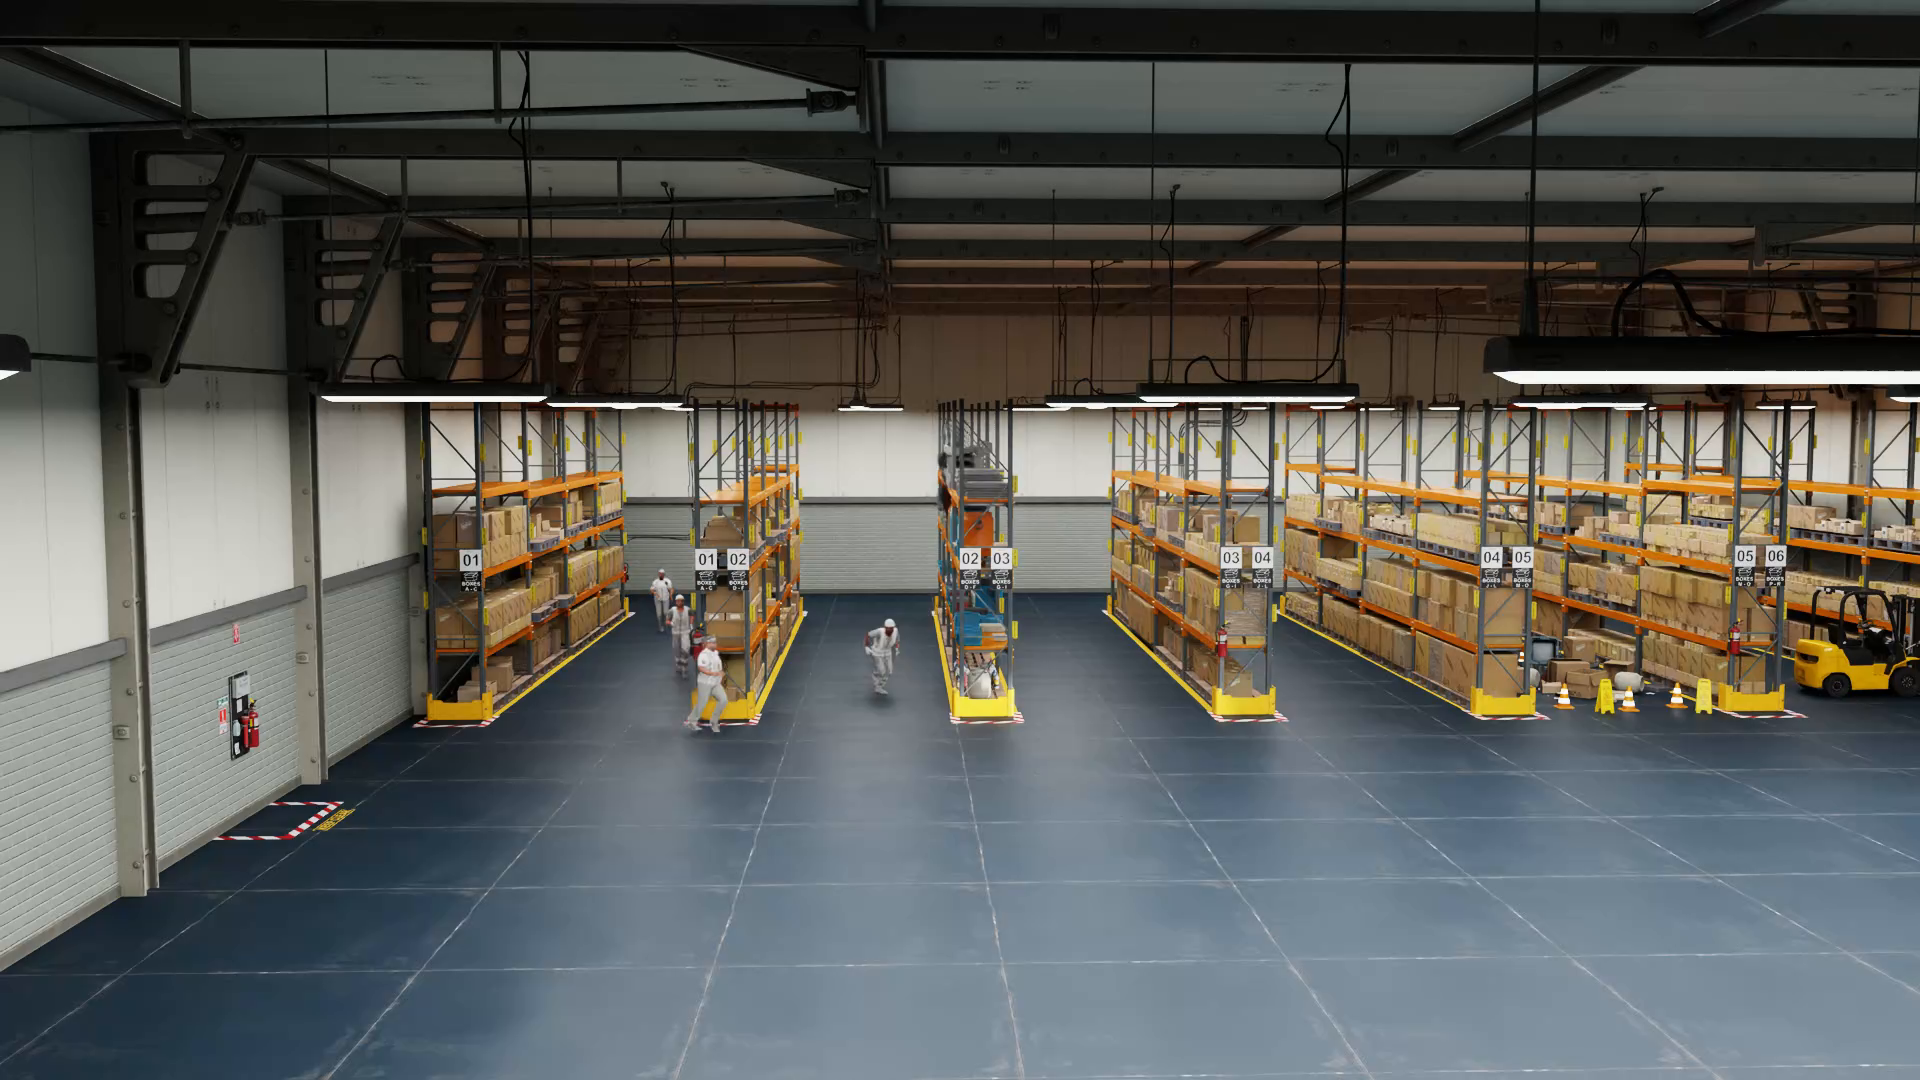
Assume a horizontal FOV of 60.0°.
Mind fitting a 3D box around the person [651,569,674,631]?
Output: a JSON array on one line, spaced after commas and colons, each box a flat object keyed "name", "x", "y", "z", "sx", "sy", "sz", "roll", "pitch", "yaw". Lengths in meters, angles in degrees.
[{"name": "person", "x": -7.834, "y": 1.592, "z": 43.773, "sx": 0.600, "sy": 1.628, "sz": 0.539, "roll": -1, "pitch": 4, "yaw": -8}]

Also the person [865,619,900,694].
[{"name": "person", "x": -1.589, "y": 2.368, "z": 33.856, "sx": 0.711, "sy": 1.583, "sz": 0.869, "roll": -2, "pitch": 5, "yaw": -30}]

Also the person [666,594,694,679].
[{"name": "person", "x": -6.092, "y": 2.087, "z": 36.181, "sx": 0.588, "sy": 1.831, "sz": 0.835, "roll": 0, "pitch": 4, "yaw": -4}]

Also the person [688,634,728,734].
[{"name": "person", "x": -4.471, "y": 2.588, "z": 29.823, "sx": 0.794, "sy": 1.788, "sz": 0.666, "roll": 3, "pitch": 5, "yaw": 34}]
